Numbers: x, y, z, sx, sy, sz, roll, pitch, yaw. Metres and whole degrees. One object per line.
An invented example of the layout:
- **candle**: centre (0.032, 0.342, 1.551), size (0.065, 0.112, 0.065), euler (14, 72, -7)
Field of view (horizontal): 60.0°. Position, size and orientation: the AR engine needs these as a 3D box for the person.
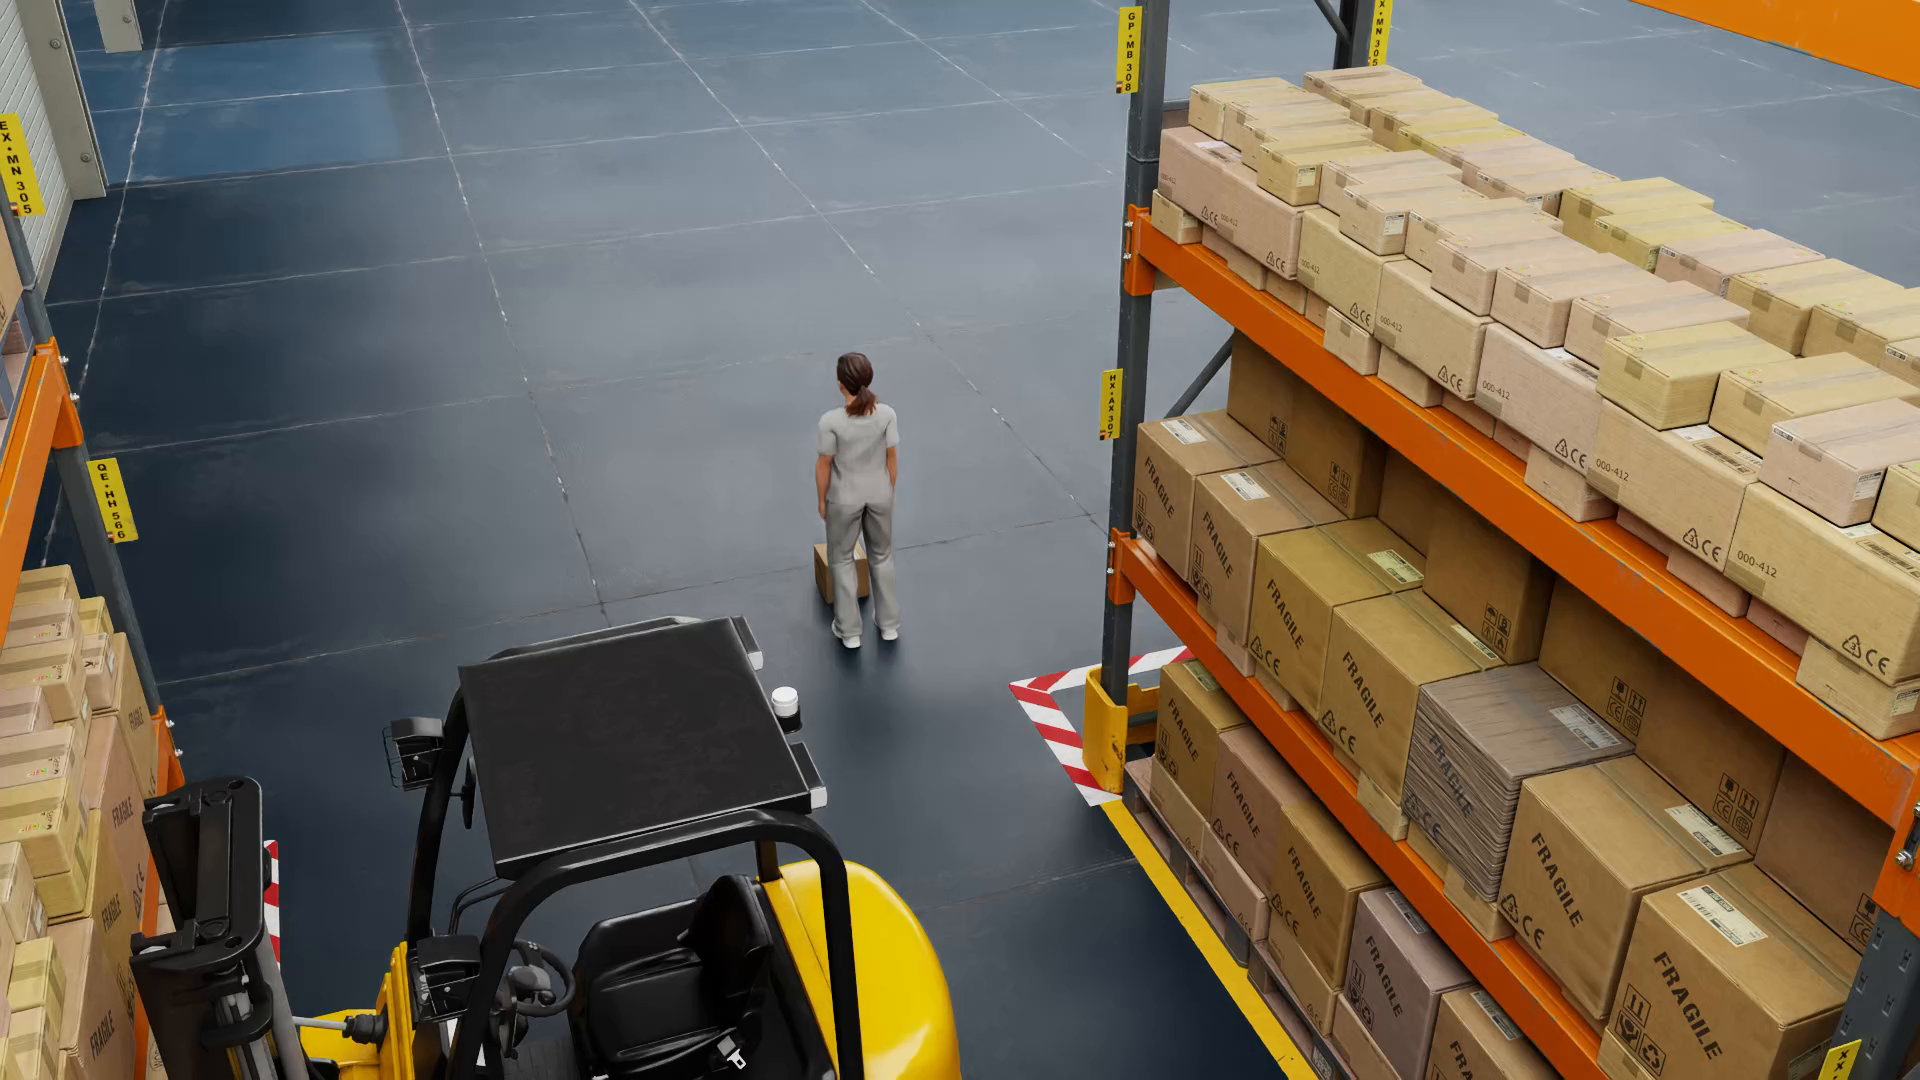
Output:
- **person**: centre (-0.533, -0.203, 8.705), size (0.444, 1.675, 0.360), euler (-10, 31, -16)
